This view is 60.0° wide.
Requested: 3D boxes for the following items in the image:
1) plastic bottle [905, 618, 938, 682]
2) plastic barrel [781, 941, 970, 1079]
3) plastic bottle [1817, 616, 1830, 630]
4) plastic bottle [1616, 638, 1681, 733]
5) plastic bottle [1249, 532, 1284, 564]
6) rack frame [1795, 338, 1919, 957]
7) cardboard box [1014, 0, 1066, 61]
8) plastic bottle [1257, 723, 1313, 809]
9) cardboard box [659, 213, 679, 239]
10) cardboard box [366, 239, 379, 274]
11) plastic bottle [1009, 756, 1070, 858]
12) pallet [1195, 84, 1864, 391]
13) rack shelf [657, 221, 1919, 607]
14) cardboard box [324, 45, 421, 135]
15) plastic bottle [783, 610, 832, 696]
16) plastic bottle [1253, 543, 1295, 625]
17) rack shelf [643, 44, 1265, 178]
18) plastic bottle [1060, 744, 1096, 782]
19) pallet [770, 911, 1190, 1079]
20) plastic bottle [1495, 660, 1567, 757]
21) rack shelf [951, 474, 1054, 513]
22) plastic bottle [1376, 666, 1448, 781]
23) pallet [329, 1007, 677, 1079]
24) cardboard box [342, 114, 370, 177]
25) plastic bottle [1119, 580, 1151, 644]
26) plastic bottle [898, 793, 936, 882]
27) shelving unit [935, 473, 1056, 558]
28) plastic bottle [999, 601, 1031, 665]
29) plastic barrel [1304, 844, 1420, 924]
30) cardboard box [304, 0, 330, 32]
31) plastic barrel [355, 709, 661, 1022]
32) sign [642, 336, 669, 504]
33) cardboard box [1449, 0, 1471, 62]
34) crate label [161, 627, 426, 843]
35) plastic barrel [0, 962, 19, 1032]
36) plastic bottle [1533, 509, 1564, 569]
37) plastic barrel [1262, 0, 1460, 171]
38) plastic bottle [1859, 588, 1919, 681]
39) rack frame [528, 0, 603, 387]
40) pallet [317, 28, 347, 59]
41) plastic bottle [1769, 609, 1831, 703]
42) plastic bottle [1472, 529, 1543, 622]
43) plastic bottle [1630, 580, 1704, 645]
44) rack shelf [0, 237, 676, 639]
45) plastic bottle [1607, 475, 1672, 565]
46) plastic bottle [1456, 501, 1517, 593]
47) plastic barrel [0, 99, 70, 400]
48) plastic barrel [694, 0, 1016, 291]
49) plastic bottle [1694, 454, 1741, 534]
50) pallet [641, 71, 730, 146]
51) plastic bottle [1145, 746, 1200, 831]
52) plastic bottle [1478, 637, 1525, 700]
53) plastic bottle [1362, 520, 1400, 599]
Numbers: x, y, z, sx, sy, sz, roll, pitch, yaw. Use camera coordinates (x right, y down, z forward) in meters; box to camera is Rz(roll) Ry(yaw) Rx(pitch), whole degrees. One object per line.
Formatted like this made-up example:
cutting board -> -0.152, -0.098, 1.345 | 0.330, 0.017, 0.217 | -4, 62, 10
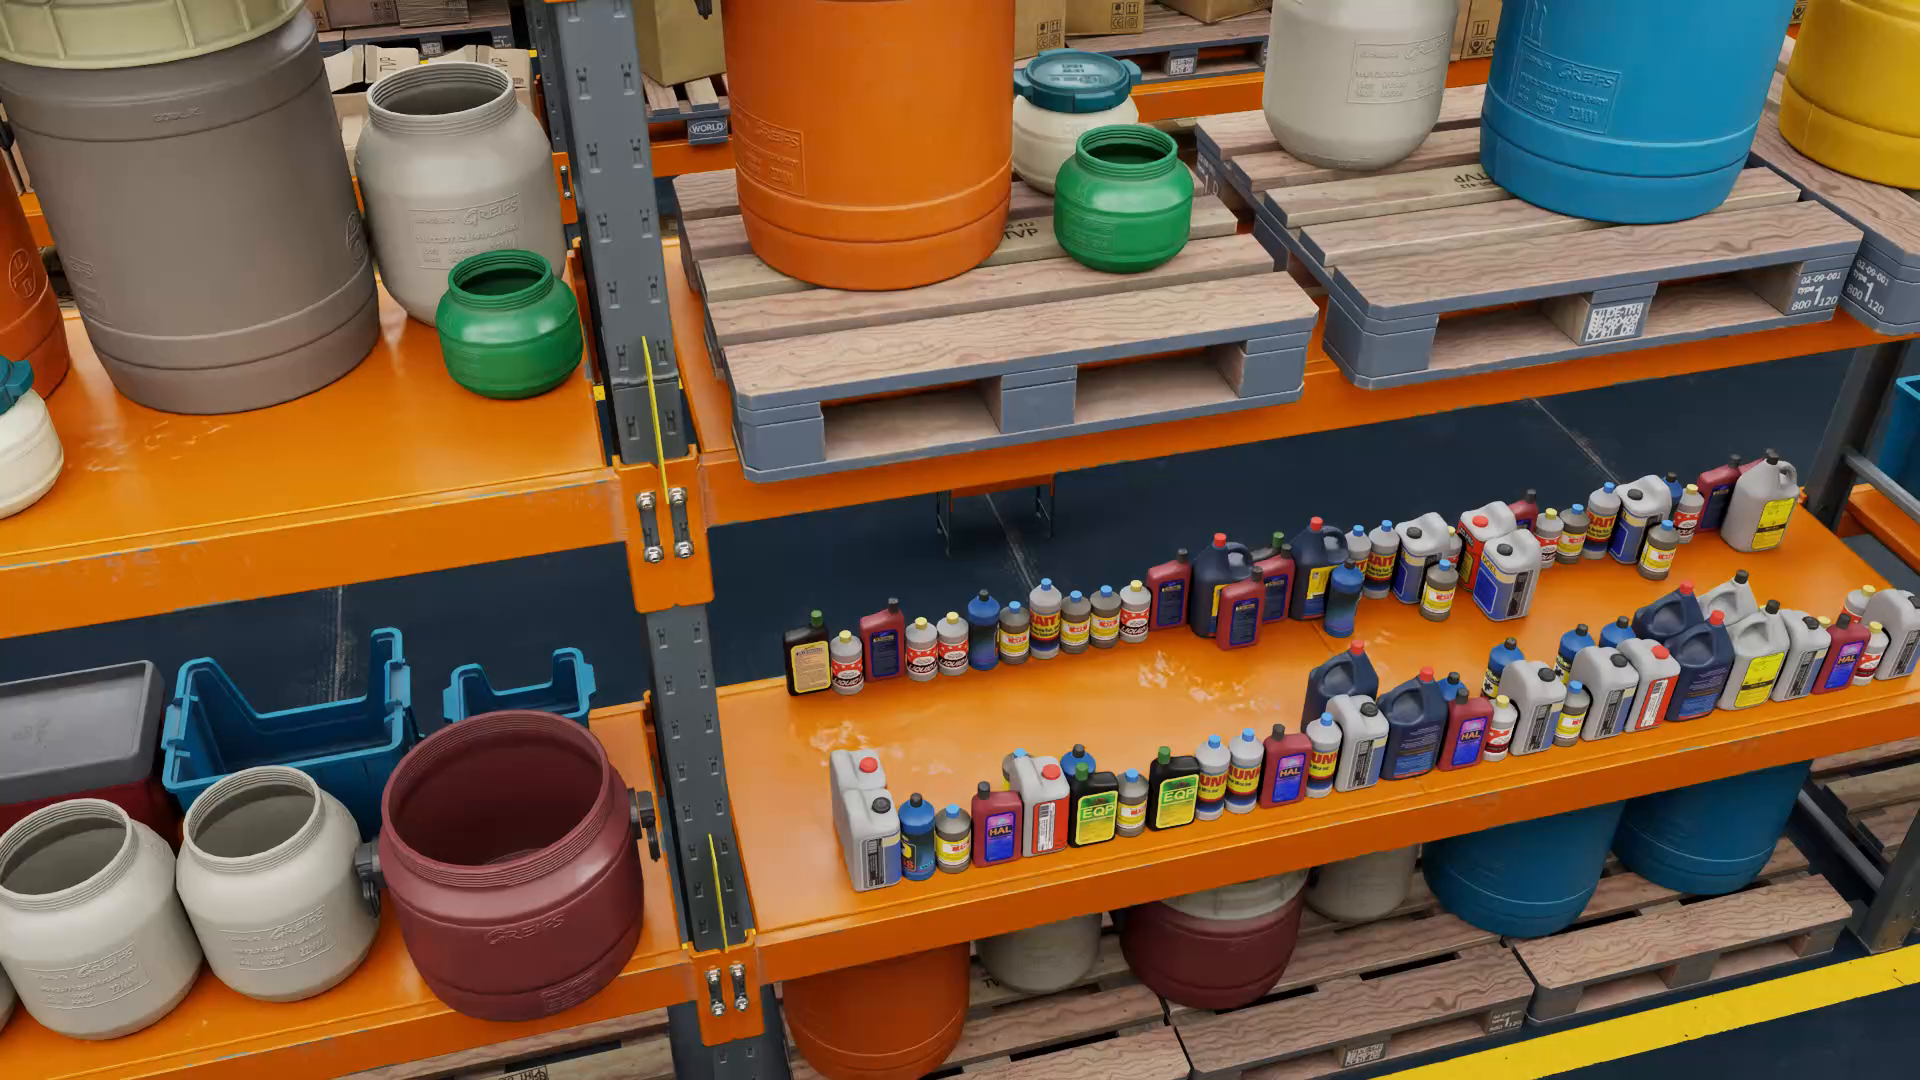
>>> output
plastic bottle -> -0.116, 0.322, 5.024 | 0.097, 0.201, 0.097 | 0, 37, 0
plastic barrel -> -0.267, 1.209, 5.141 | 0.708, 0.830, 0.600 | -9, 38, -12
plastic bottle -> 2.582, 0.319, 5.028 | 0.097, 0.201, 0.097 | 0, 37, 0
plastic bottle -> 1.991, 0.407, 4.851 | 0.135, 0.276, 0.152 | -9, 38, -12
plastic bottle -> 0.956, 0.102, 5.244 | 0.133, 0.283, 0.061 | -9, 38, -12
rack frame -> 3.127, -0.032, 5.323 | 0.127, 3.000, 1.000 | -9, 38, -12
cardboard box -> 0.150, -2.829, 8.551 | 0.500, 0.500, 0.700 | -19, 41, -23
plastic bottle -> 0.895, 0.613, 4.576 | 0.133, 0.283, 0.061 | -9, 38, -12
cardboard box -> -1.508, -1.391, 8.795 | 0.500, 0.500, 0.500 | -8, 38, -10
cardboard box -> -2.964, -1.288, 8.421 | 0.500, 0.311, 0.500 | -10, 39, -13
plastic bottle -> 0.214, 0.699, 4.470 | 0.135, 0.276, 0.152 | -9, 38, -12
pallet -> 1.302, -0.786, 3.995 | 1.213, 0.211, 1.003 | -9, 38, -12
rack shelf -> 1.196, -0.621, 4.216 | 4.000, 0.370, 1.077 | -9, 38, -12
cardboard box -> -2.936, -2.241, 8.284 | 0.500, 0.311, 0.500 | -10, 38, -12
plastic bottle -> -0.455, 0.334, 4.941 | 0.133, 0.283, 0.061 | -9, 38, -12
plastic bottle -> 0.971, 0.138, 5.197 | 0.133, 0.283, 0.061 | -9, 38, -12
rack shelf -> -0.091, -2.336, 8.926 | 4.000, 0.370, 1.077 | -9, 38, -12
plastic bottle -> 0.317, 0.662, 4.521 | 0.097, 0.271, 0.097 | 0, 37, 0
pallet -> 0.016, 1.560, 5.537 | 1.213, 0.211, 1.003 | -9, 38, -12
plastic bottle -> 1.638, 0.465, 4.775 | 0.135, 0.276, 0.152 | -9, 38, -12
rack shelf -> 0.160, -0.292, 7.581 | 0.480, 0.148, 0.258 | -9, 38, -12
plastic bottle -> 1.262, 0.500, 4.669 | 0.185, 0.351, 0.144 | -9, 38, -12
pallet -> -1.492, 1.809, 5.211 | 1.213, 0.211, 1.003 | -9, 38, -12
cardboard box -> -2.818, -1.900, 7.972 | 0.250, 0.149, 0.380 | -9, 38, -12
plastic bottle -> 0.542, 0.214, 5.165 | 0.097, 0.201, 0.097 | 0, 37, 0
plastic bottle -> -0.113, 0.771, 4.379 | 0.097, 0.271, 0.097 | 0, 37, 0
shelving unit -> 0.160, -0.503, 7.420 | 0.503, 1.200, 0.258 | -9, 38, -12
plastic bottle -> 0.166, 0.276, 5.084 | 0.097, 0.201, 0.097 | 0, 37, 0
plastic barrel -> 1.346, 1.015, 5.657 | 0.421, 0.512, 0.421 | 0, 37, 0
cardboard box -> -4.999, -4.138, 12.386 | 0.500, 0.500, 0.700 | -10, 38, -12
plastic barrel -> -1.103, 0.799, 4.125 | 0.708, 0.536, 0.600 | -9, 38, -12
sign -> -0.584, -0.227, 3.195 | 0.005, 0.325, 0.100 | -9, 38, -12
cardboard box -> 2.403, -2.899, 8.988 | 0.500, 0.500, 0.500 | -8, 38, -11
crate label -> -1.764, 0.586, 4.486 | 0.616, 0.435, 0.502 | -9, 38, -12
plastic barrel -> -2.489, 0.974, 3.897 | 0.433, 0.535, 0.433 | 0, 37, 0
plastic bottle -> 1.921, -0.012, 5.461 | 0.097, 0.201, 0.097 | 0, 37, 0
plastic barrel -> 0.938, -1.180, 3.897 | 0.433, 0.535, 0.433 | 0, 37, 0
plastic bottle -> 2.831, 0.269, 5.031 | 0.135, 0.276, 0.152 | -9, 38, -12
rack frame -> -2.022, -2.304, 8.294 | 0.127, 3.000, 1.000 | -9, 38, -12
pallet -> -5.248, -3.788, 12.528 | 1.213, 0.211, 1.003 | -9, 38, -12
plastic bottle -> 2.478, 0.327, 4.956 | 0.135, 0.276, 0.152 | -9, 38, -12
plastic bottle -> 1.727, 0.103, 5.249 | 0.135, 0.276, 0.152 | -9, 38, -12
plastic bottle -> 2.109, 0.270, 4.969 | 0.185, 0.351, 0.144 | -9, 38, -12
rack shelf -> -2.665, 0.013, 3.388 | 4.000, 0.370, 1.077 | -9, 38, -12
plastic bottle -> 2.228, -0.075, 5.481 | 0.135, 0.276, 0.152 | -9, 38, -12
plastic bottle -> 1.687, 0.014, 5.365 | 0.135, 0.276, 0.152 | -9, 38, -12
plastic barrel -> -2.215, -0.654, 3.314 | 0.708, 0.830, 0.600 | -9, 38, -12
plastic barrel -> -0.186, -1.015, 3.441 | 0.708, 0.830, 0.600 | -9, 38, -12
plastic bottle -> 2.533, -0.157, 5.582 | 0.133, 0.283, 0.061 | -9, 38, -12
pallet -> -1.386, -2.377, 8.546 | 1.003, 0.211, 1.213 | -9, 38, -12
plastic bottle -> 0.578, 0.665, 4.508 | 0.133, 0.283, 0.061 | -9, 38, -12
plastic bottle -> 1.587, 0.397, 4.869 | 0.097, 0.271, 0.097 | 0, 37, 0
plastic bottle -> 1.344, 0.055, 5.316 | 0.097, 0.271, 0.097 | 0, 37, 0
